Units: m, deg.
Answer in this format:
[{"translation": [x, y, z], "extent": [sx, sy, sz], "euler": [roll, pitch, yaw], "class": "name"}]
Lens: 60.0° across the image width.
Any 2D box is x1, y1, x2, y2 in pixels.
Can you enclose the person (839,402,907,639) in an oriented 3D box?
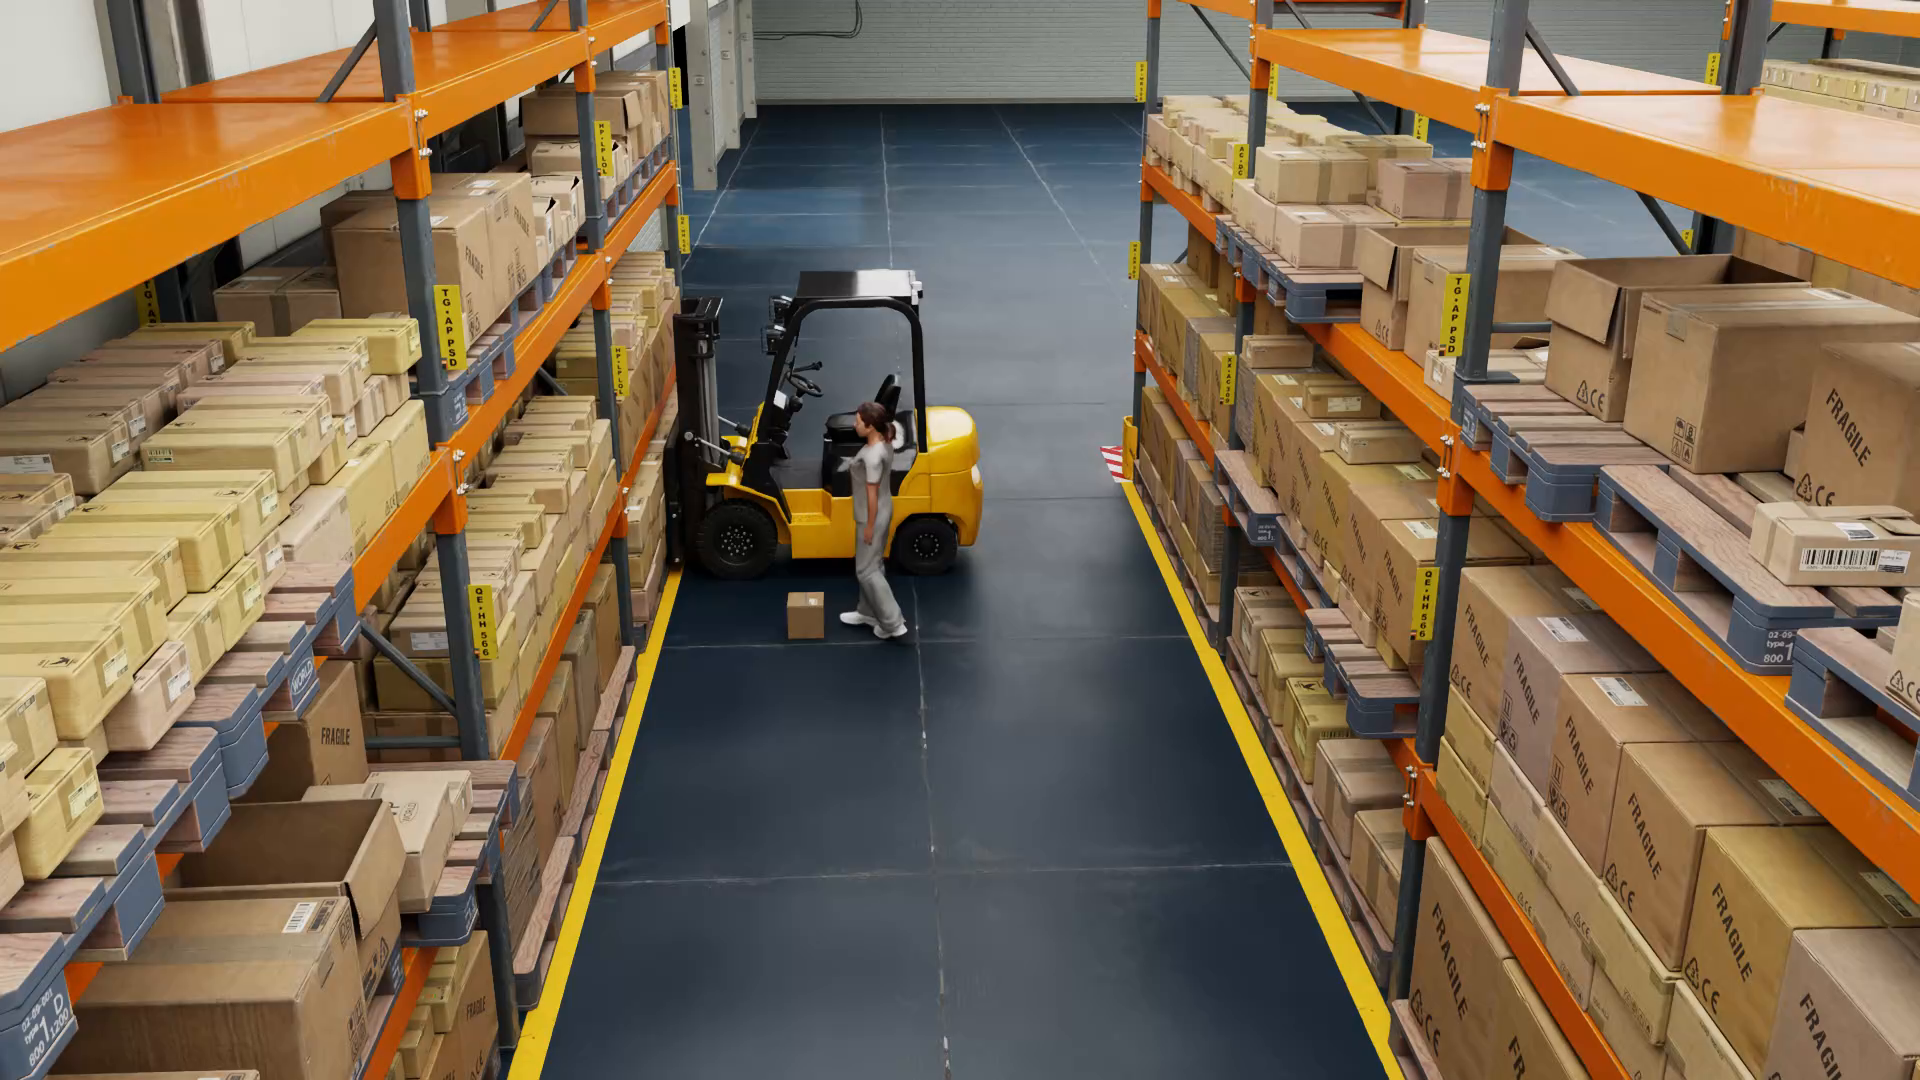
[{"translation": [-0.602, -0.146, 11.458], "extent": [0.548, 1.680, 0.452], "euler": [4, 21, 10], "class": "person"}]
